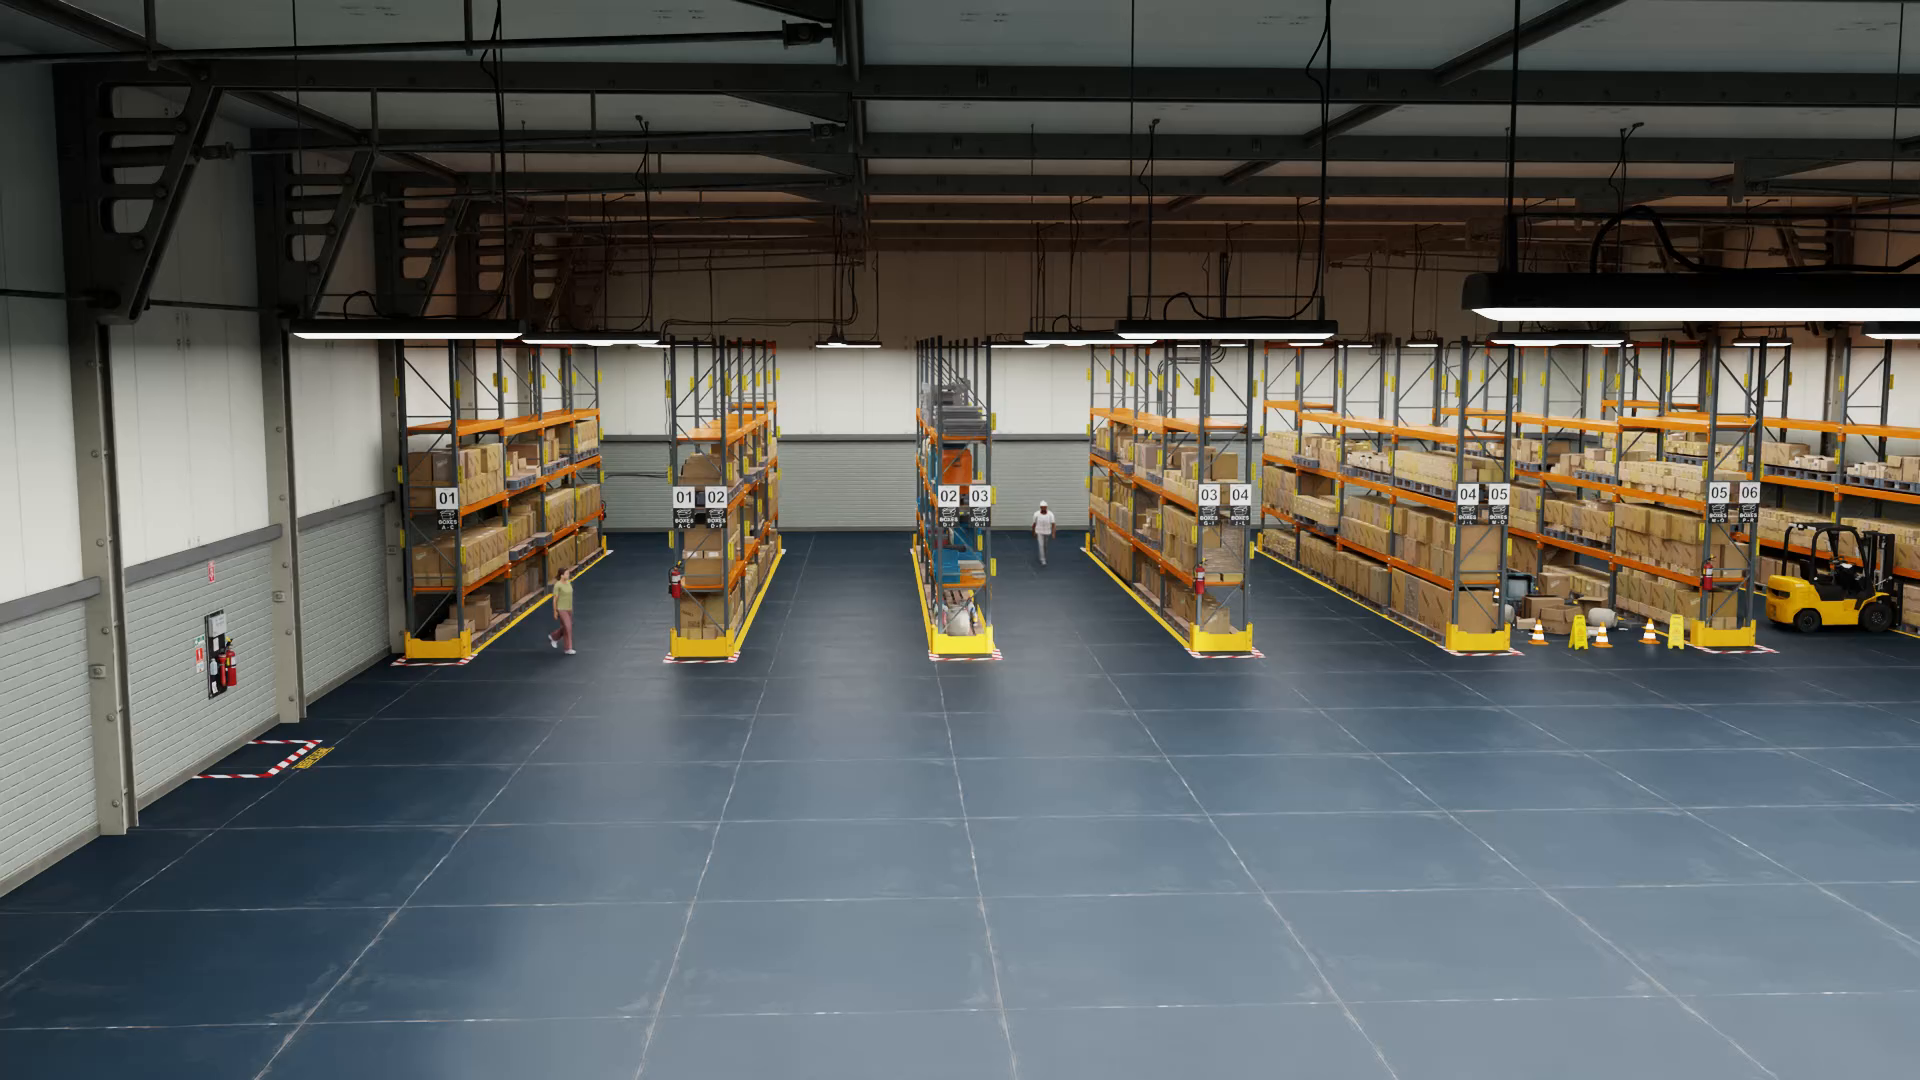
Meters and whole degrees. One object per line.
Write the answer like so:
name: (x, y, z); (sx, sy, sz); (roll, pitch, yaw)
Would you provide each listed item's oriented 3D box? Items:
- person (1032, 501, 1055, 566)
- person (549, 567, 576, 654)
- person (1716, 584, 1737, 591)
person: (2.275, -0.197, 44.586); (0.553, 1.705, 1.105); (-2, 7, -14)
person: (-7.549, 1.315, 31.490); (0.813, 1.637, 0.461); (4, 8, 33)
person: (16.816, 0.826, 36.474); (0.499, 1.544, 0.697); (0, 6, -2)
